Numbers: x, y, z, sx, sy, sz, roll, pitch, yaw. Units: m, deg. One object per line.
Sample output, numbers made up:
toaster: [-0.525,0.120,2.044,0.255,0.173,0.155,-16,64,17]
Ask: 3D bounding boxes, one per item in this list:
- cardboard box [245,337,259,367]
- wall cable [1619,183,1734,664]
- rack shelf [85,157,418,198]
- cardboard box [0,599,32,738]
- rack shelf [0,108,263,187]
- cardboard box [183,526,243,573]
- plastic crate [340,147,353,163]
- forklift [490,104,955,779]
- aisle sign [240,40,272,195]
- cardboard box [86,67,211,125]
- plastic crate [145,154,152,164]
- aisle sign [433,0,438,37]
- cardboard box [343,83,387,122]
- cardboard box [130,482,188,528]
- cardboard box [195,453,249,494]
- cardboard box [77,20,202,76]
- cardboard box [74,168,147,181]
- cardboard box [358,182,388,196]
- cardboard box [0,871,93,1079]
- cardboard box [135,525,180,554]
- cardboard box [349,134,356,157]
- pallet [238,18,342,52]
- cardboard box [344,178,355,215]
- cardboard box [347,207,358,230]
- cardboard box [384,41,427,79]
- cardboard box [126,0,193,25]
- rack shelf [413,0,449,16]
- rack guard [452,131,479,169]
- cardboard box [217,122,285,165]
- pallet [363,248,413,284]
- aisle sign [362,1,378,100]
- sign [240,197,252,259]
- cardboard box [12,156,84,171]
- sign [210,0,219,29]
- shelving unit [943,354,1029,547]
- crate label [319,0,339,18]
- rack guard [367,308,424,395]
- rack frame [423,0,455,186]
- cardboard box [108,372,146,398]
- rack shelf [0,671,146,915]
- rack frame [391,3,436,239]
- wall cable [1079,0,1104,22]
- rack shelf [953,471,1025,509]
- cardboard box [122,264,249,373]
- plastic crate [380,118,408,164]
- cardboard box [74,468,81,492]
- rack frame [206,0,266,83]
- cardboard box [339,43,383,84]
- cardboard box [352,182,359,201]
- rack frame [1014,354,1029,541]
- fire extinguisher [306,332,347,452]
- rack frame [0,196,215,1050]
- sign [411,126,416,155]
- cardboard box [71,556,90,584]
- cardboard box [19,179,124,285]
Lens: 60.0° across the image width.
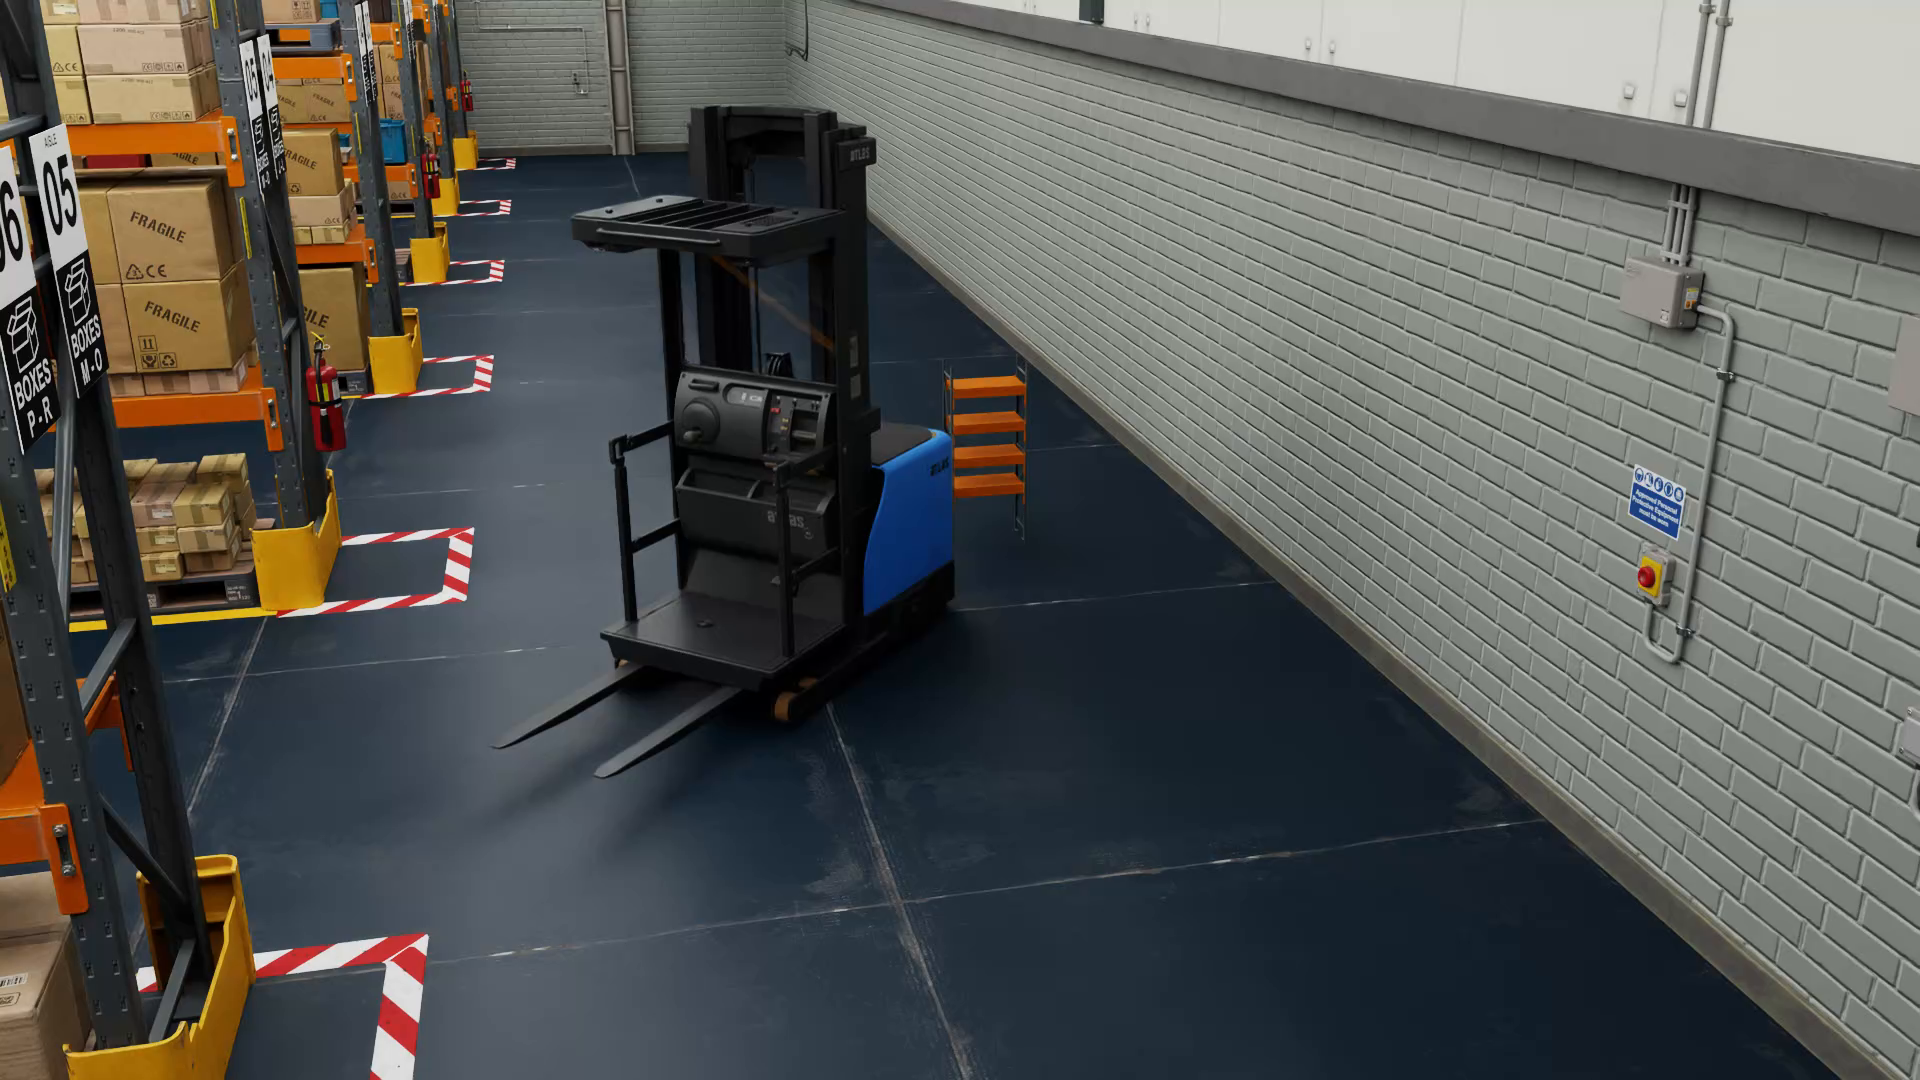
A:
cardboard box: [-4.398,-1.165,10.119,0.250,0.149,0.380,-5,21,-13]
wall cable: [2.712,-0.496,6.404,0.123,1.953,0.585,-5,21,-12]
rack shelf: [-8.136,-4.029,18.618,4.000,0.370,1.077,-5,21,-12]
cardboard box: [-3.303,0.345,5.486,0.500,0.500,0.500,-5,21,-13]
rack shelf: [-5.953,-2.111,9.022,4.000,0.370,1.077,-5,21,-12]
cardboard box: [-4.471,0.054,9.960,0.250,0.149,0.380,-4,21,-12]
plastic crate: [-6.942,-4.304,18.619,0.243,0.136,0.396,-5,21,-12]
forklift: [-1.169,-0.621,8.368,1.130,2.935,3.031,10,23,26]
aisle sign: [-3.867,-2.325,9.140,0.004,0.787,0.394,-5,21,-12]
cardboard box: [-4.389,-2.412,9.016,0.500,0.250,0.500,-5,21,-14]
plastic crate: [-9.055,-4.286,18.586,0.590,0.125,0.437,-5,21,-12]
aisle sign: [-7.189,-7.307,22.741,0.004,0.787,0.394,-5,21,-12]
cardboard box: [-8.203,-6.061,22.975,0.500,0.500,0.500,-4,21,-12]
cardboard box: [-4.722,-0.209,9.814,0.250,0.149,0.380,-4,21,-11]
cardboard box: [-4.595,-0.409,10.359,0.250,0.149,0.380,-6,21,-15]
cardboard box: [-4.397,-2.650,8.938,0.500,0.250,0.500,-5,21,-14]
cardboard box: [-4.995,-1.866,9.636,0.500,0.500,0.500,-4,21,-11]
cardboard box: [-8.407,-5.111,23.884,0.500,0.250,0.500,-5,21,-12]
cardboard box: [-3.389,1.542,5.479,0.875,0.438,0.875,-5,21,-14]
cardboard box: [-4.722,-0.057,9.831,0.250,0.149,0.380,-5,21,-14]
cardboard box: [-10.104,-6.696,27.877,0.500,0.500,0.700,-5,21,-14]
pallet: [-5.770,-4.172,13.730,1.213,0.211,1.003,-5,21,-12]
cardboard box: [-5.579,-2.989,14.518,0.500,0.250,0.500,-5,21,-14]
cardboard box: [-5.471,-2.831,14.668,0.250,0.149,0.380,-4,21,-12]
cardboard box: [-7.818,-6.753,23.409,0.500,0.500,0.500,-4,20,-11]
cardboard box: [-4.263,-2.834,8.861,0.250,0.149,0.380,-5,21,-13]
rack shelf: [-10.416,-8.753,27.155,4.000,0.370,1.077,-5,21,-12]
rack guard: [-8.446,-6.669,28.414,0.348,0.500,1.175,-5,21,-12]
cardboard box: [-6.066,-3.301,14.281,0.500,0.500,0.500,-5,21,-14]
pallet: [-7.001,-3.163,19.263,1.213,0.211,1.003,-5,21,-12]
aisle sign: [-5.049,-4.194,14.243,0.004,0.787,0.394,-5,21,-12]
sign: [-3.899,-1.703,9.081,0.005,0.325,0.100,-5,21,-12]
cardboard box: [-7.432,-3.003,13.467,0.500,0.500,0.500,-5,21,-14]
sign: [-3.899,-2.836,8.666,0.005,0.325,0.100,-5,21,-12]
shelving unit: [0.161,-0.576,10.764,0.503,1.200,0.258,-5,21,-12]
crate label: [-7.162,-5.899,18.532,0.502,0.251,0.408,-5,21,-12]
rack guard: [-5.027,-1.695,14.835,0.348,0.500,1.175,-5,21,-12]
rack frame: [-7.326,-6.183,23.453,0.127,3.000,1.000,-5,21,-12]
cardboard box: [-4.751,-0.928,9.473,0.250,0.149,0.380,-5,21,-13]
rack shelf: [-4.716,0.946,5.036,4.000,0.370,1.077,-5,21,-12]
rack frame: [-6.190,-4.525,18.926,0.127,3.000,1.000,-5,21,-12]
wall cable: [1.246,-6.488,10.887,0.120,5.999,2.277,-5,21,-12]
rack shelf: [0.161,-0.327,10.855,0.480,0.148,0.258,-5,21,-12]
cardboard box: [-4.385,-1.264,9.445,0.500,0.500,0.500,-4,21,-11]
plastic crate: [-6.473,-4.481,18.667,0.499,0.435,0.616,-5,21,-12]
cardboard box: [-5.333,-0.322,10.123,0.250,0.149,0.380,-6,21,-15]
rack frame: [-4.007,-4.016,8.814,0.127,3.000,1.000,-5,21,-12]
cardboard box: [-8.187,-6.532,22.807,0.500,0.500,0.500,-4,21,-11]
cardboard box: [-8.730,-4.908,23.330,0.500,0.250,0.500,-5,21,-12]
rack frame: [0.399,-0.596,10.817,0.015,1.200,0.240,-5,21,-12]
fire extinguisher: [-3.656,-0.853,9.556,0.183,0.674,0.296,-5,21,-12]
rack frame: [-2.770,0.450,5.344,0.127,3.000,1.000,-5,21,-12]
sign: [-6.047,-4.419,18.399,0.005,0.325,0.100,-5,21,-12]
cardboard box: [-5.213,0.124,9.768,0.250,0.149,0.380,-4,21,-12]
cardboard box: [-4.888,-1.695,9.170,0.500,0.500,0.500,-5,21,-14]
